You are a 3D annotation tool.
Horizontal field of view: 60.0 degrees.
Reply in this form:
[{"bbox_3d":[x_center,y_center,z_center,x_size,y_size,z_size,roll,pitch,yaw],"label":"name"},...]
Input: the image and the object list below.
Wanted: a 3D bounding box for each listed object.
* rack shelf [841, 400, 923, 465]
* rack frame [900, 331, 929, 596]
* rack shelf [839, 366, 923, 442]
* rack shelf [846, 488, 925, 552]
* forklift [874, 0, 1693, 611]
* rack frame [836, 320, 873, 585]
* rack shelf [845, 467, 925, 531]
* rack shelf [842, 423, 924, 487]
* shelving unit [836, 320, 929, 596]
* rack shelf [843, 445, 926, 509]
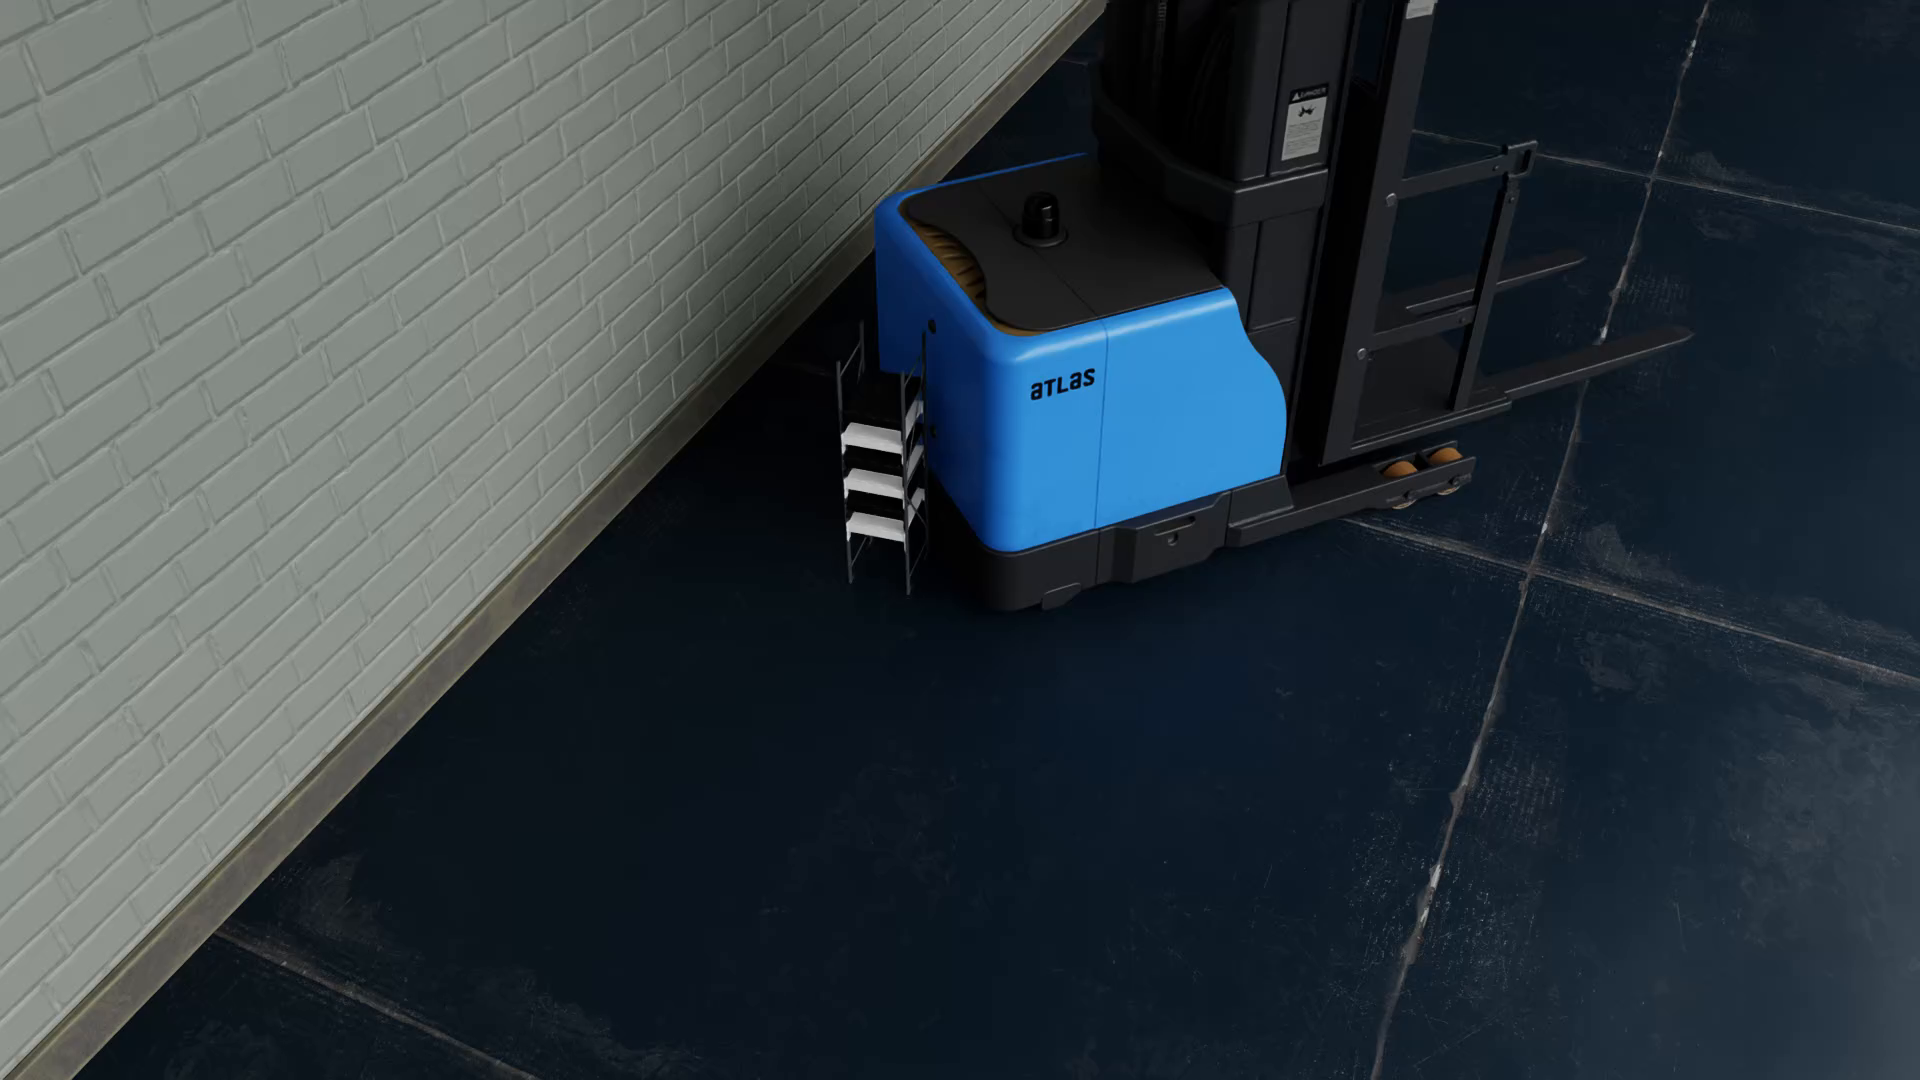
[{"bbox_3d":[-0.239,-0.358,5.252,0.200,0.077,0.258,11,42,12],"label":"rack shelf"},{"bbox_3d":[-0.142,-0.229,5.327,0.006,0.900,0.240,11,42,12],"label":"rack frame"},{"bbox_3d":[-0.239,-0.426,5.194,0.200,0.077,0.258,11,42,12],"label":"rack shelf"},{"bbox_3d":[-0.239,-0.086,5.488,0.200,0.077,0.258,11,42,12],"label":"rack shelf"},{"bbox_3d":[1.268,-1.518,5.263,3.031,2.935,1.130,-16,43,-18],"label":"forklift"},{"bbox_3d":[-0.337,-0.266,5.370,0.006,0.900,0.240,11,42,12],"label":"rack frame"},{"bbox_3d":[-0.239,-0.154,5.429,0.200,0.077,0.258,11,42,12],"label":"rack shelf"},{"bbox_3d":[-0.239,-0.290,5.311,0.200,0.077,0.258,11,42,12],"label":"rack shelf"},{"bbox_3d":[-0.239,-0.248,5.349,0.210,0.900,0.258,11,42,12],"label":"shelving unit"},{"bbox_3d":[-0.239,-0.222,5.370,0.200,0.077,0.258,11,42,12],"label":"rack shelf"}]
